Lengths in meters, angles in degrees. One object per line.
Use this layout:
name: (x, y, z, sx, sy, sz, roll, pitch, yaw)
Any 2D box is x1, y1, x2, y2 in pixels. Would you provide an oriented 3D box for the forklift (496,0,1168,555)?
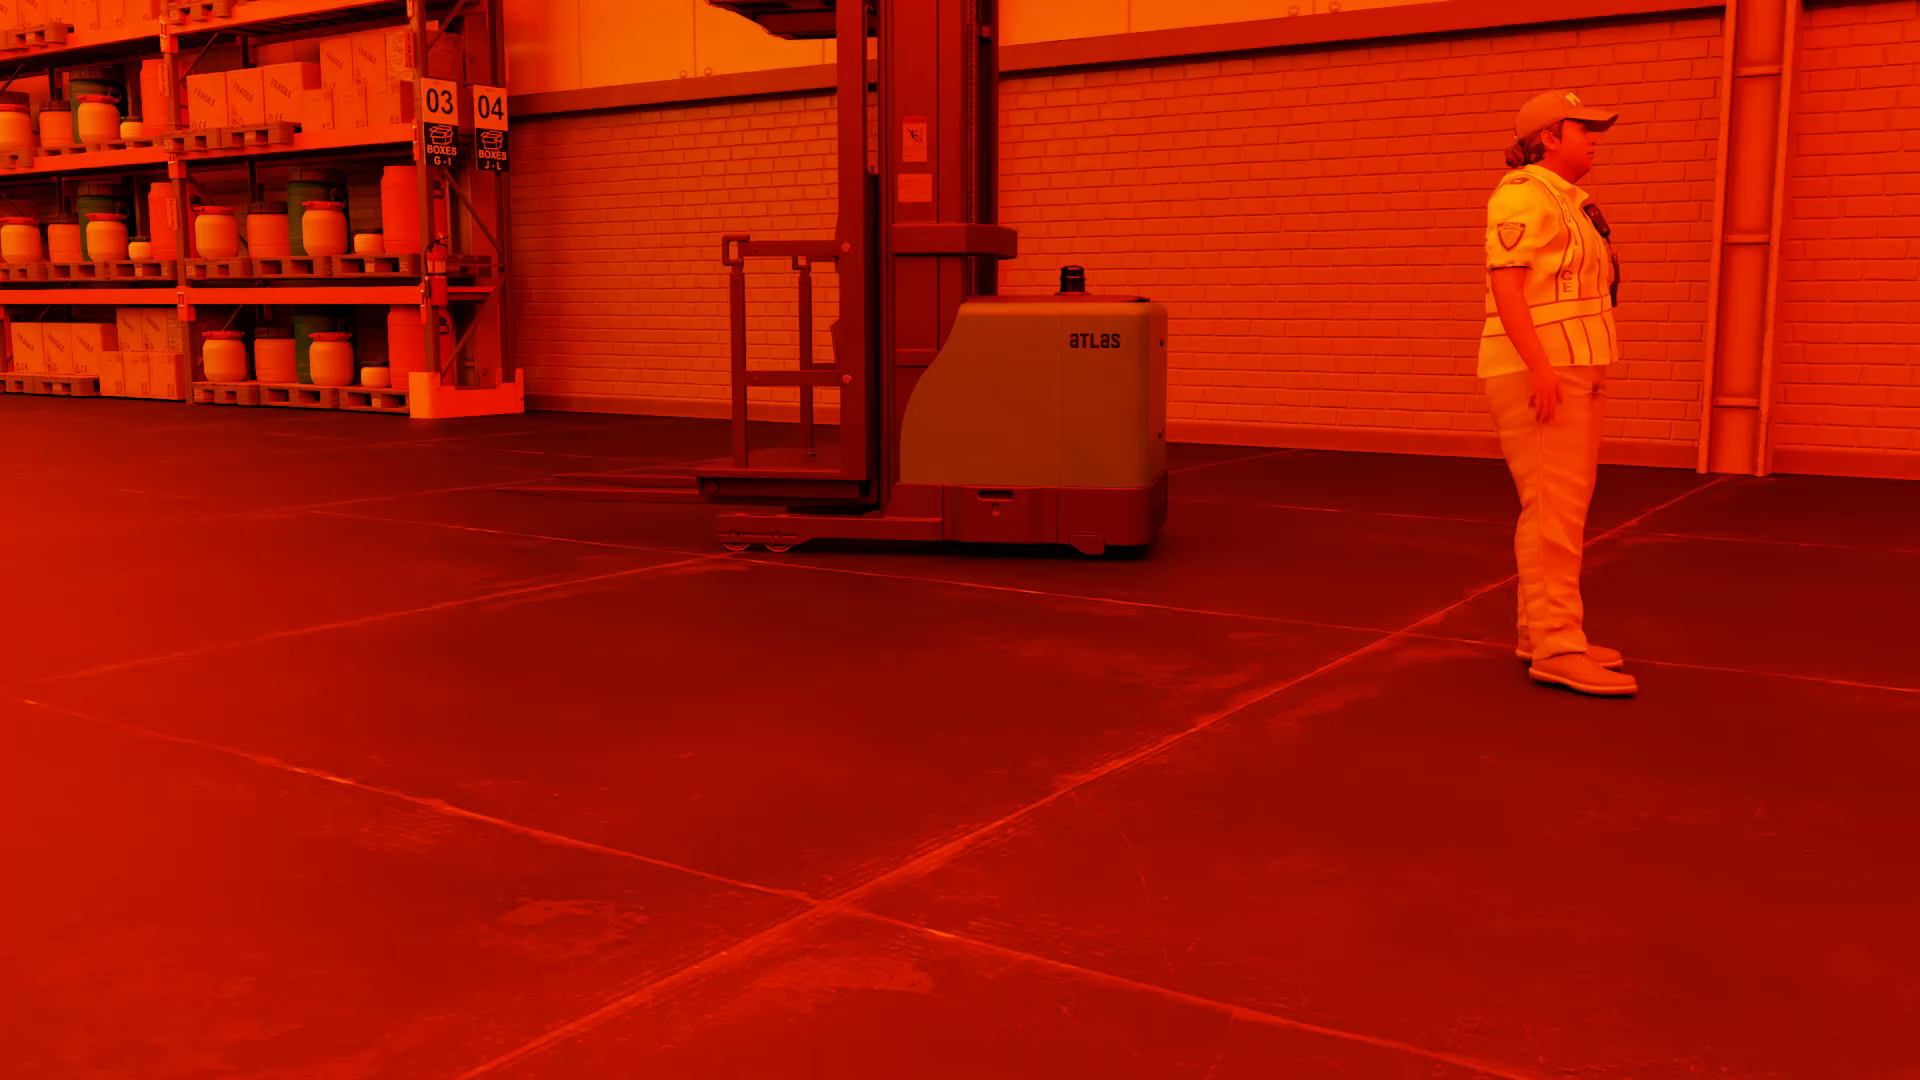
forklift: (-0.596, -1.469, 7.520, 3.031, 2.935, 1.130, 2, 8, 12)

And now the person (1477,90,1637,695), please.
person: (1.769, -0.448, 4.782, 0.529, 1.670, 0.598, 5, 10, 34)
